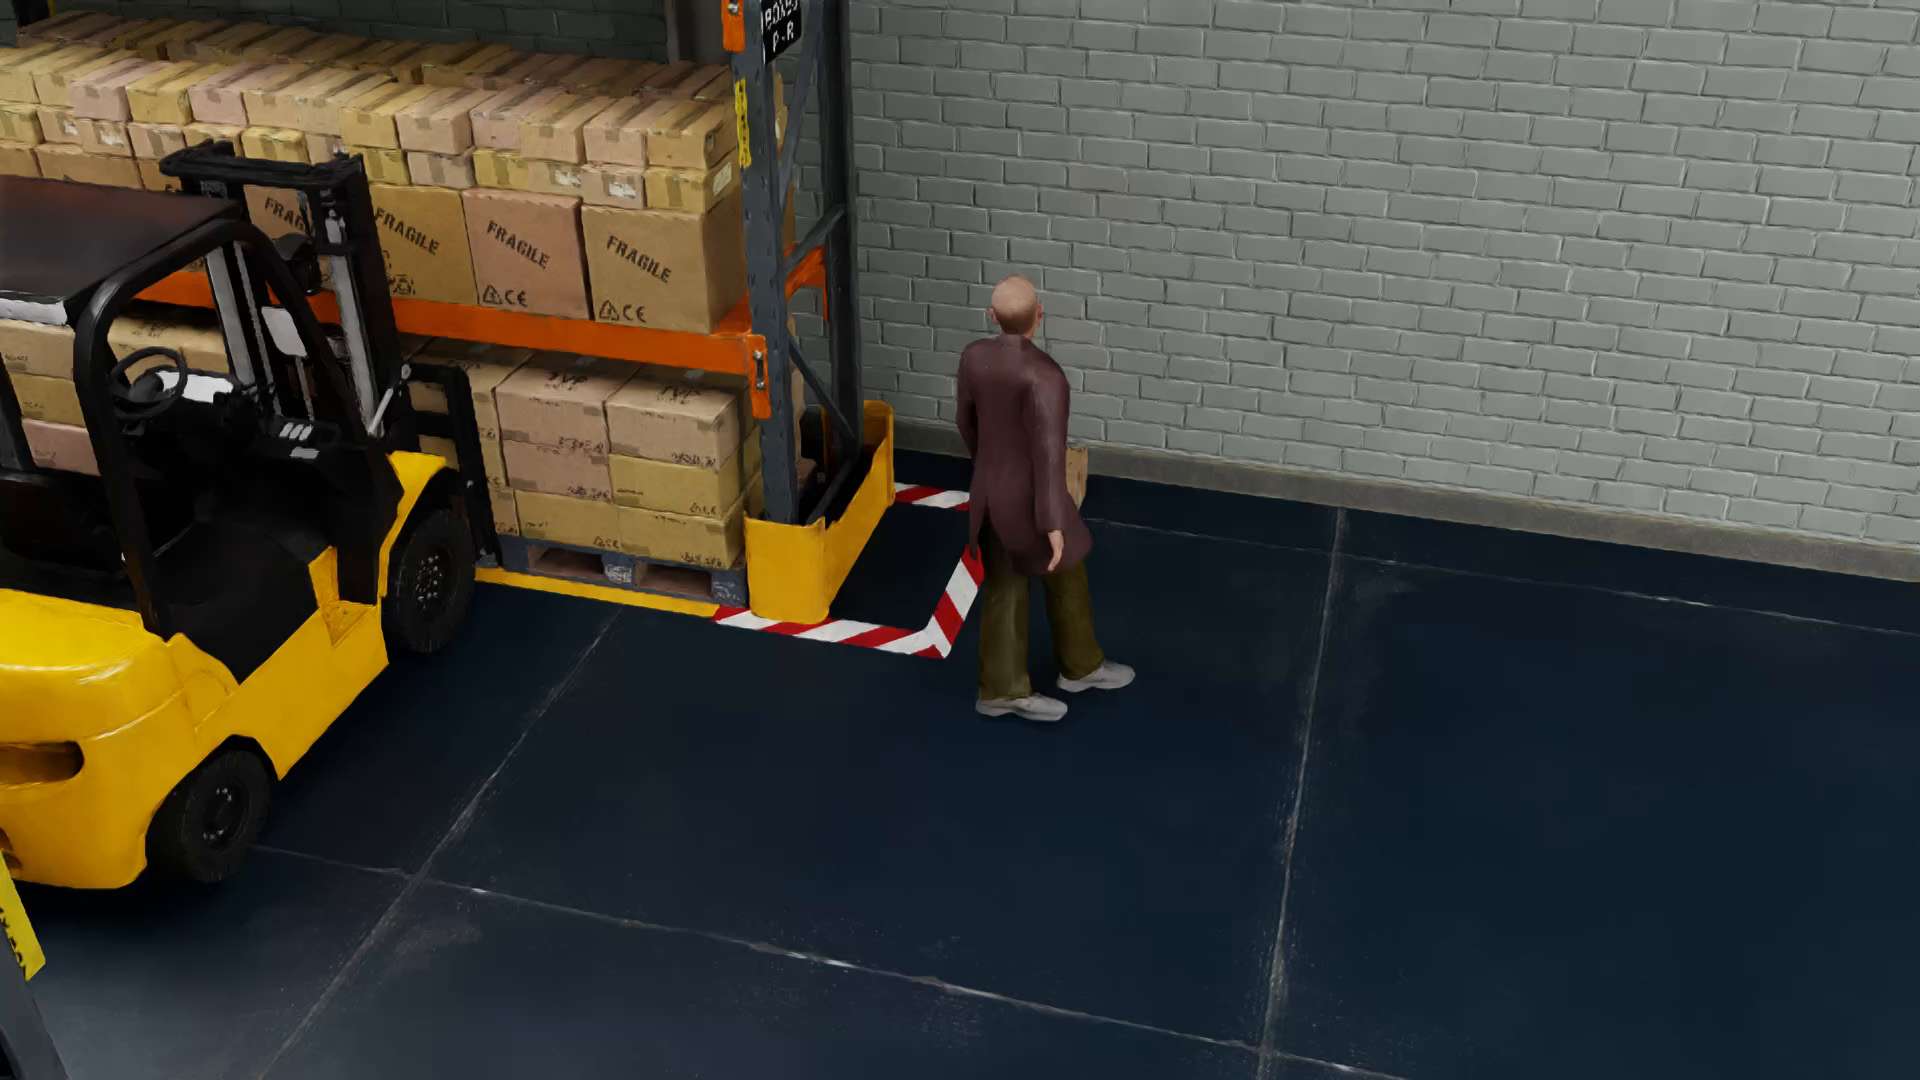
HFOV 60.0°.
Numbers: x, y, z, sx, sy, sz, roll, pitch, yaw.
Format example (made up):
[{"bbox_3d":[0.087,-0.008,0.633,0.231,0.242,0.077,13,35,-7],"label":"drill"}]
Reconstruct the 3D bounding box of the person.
[{"bbox_3d":[0.310,-0.166,6.418,0.698,1.771,0.668,-21,38,-30],"label":"person"}]
